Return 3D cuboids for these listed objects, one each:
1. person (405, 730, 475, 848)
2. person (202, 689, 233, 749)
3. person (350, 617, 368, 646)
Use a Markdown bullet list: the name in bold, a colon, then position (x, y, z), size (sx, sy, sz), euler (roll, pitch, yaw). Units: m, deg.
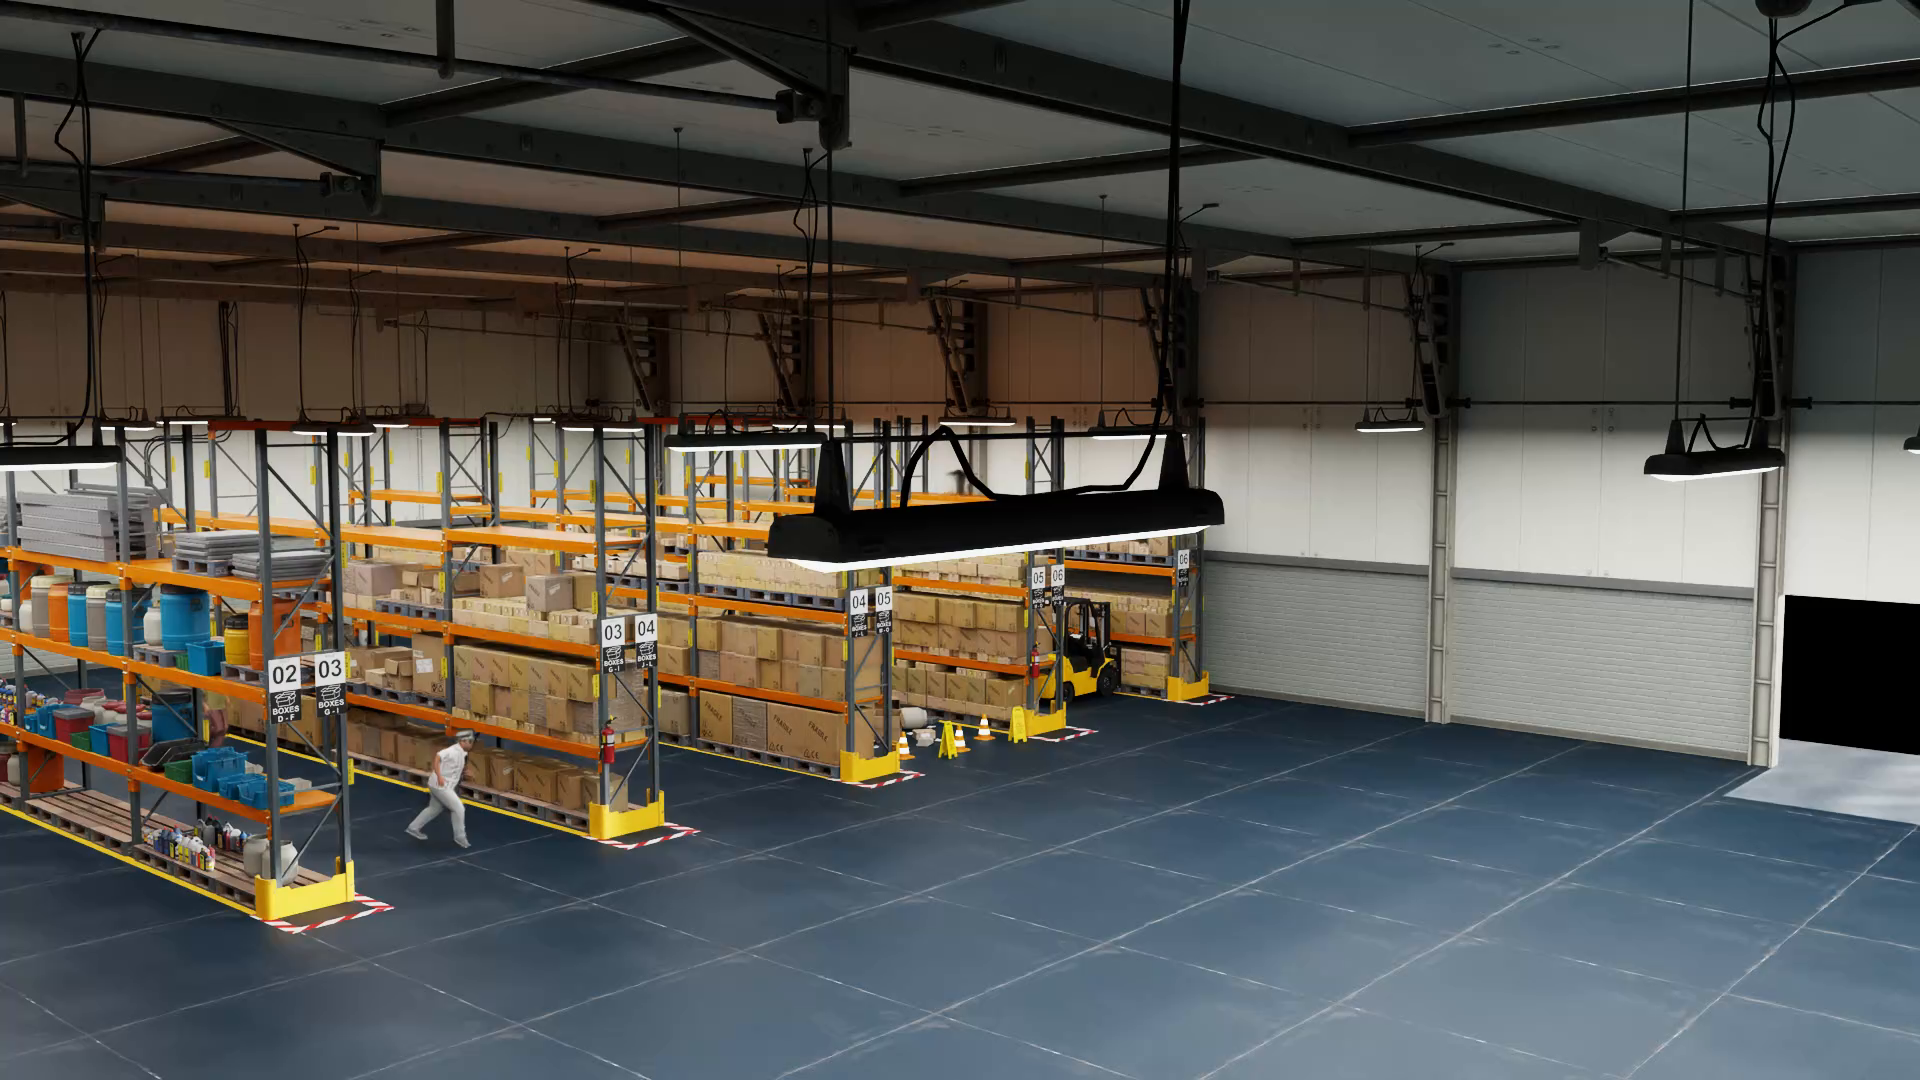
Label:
- **person**: position (-7.401, 3.569, 23.645), size (1.004, 1.727, 0.711), euler (0, 5, 0)
- **person**: position (-13.403, 3.043, 29.928), size (0.583, 1.612, 0.578), euler (3, 5, 30)
- **person**: position (-14.751, 2.128, 41.102), size (0.560, 1.597, 0.800), euler (0, 5, -4)
